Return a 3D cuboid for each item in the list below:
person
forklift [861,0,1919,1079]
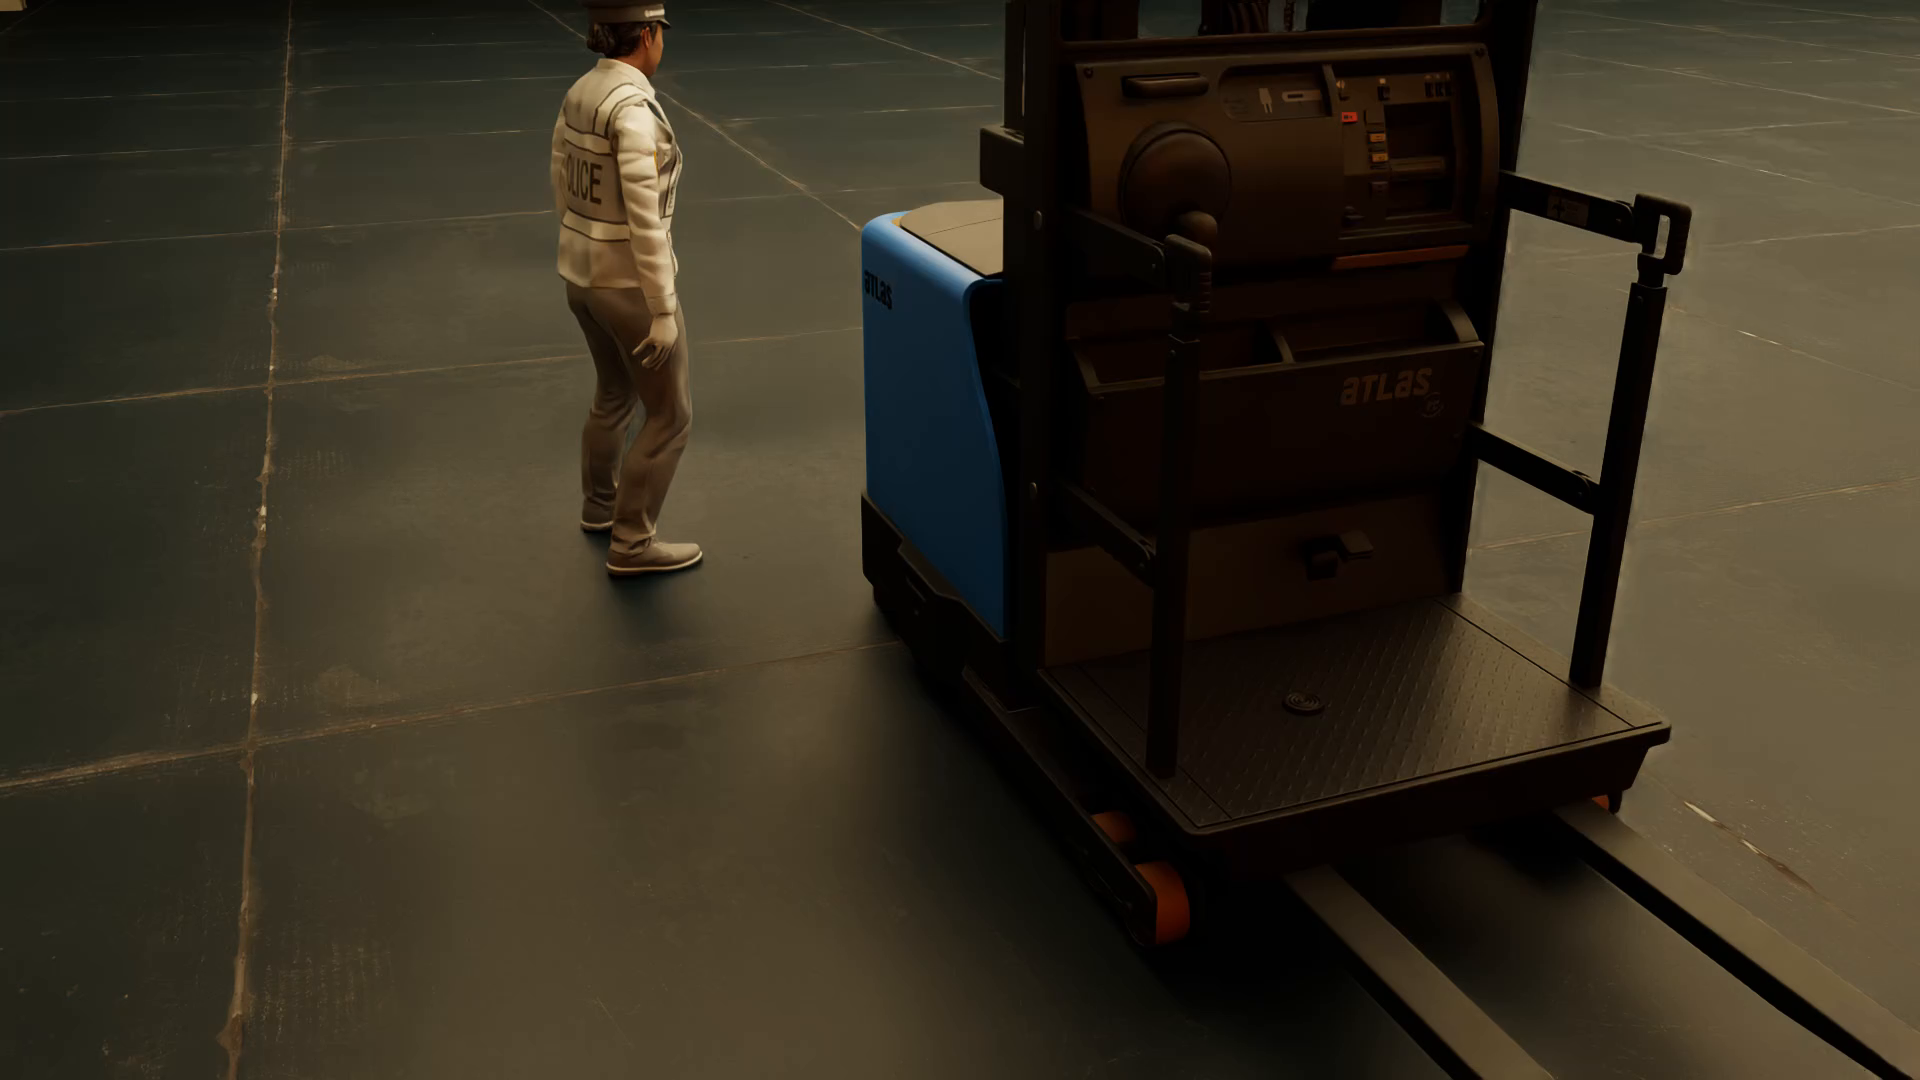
[{"bbox_3d":[-0.944,-0.719,4.683,0.365,1.641,0.753,-16,28,-33],"label":"person"},{"bbox_3d":[0.738,-0.750,3.081,1.130,2.935,3.031,-9,24,-20],"label":"forklift"}]
